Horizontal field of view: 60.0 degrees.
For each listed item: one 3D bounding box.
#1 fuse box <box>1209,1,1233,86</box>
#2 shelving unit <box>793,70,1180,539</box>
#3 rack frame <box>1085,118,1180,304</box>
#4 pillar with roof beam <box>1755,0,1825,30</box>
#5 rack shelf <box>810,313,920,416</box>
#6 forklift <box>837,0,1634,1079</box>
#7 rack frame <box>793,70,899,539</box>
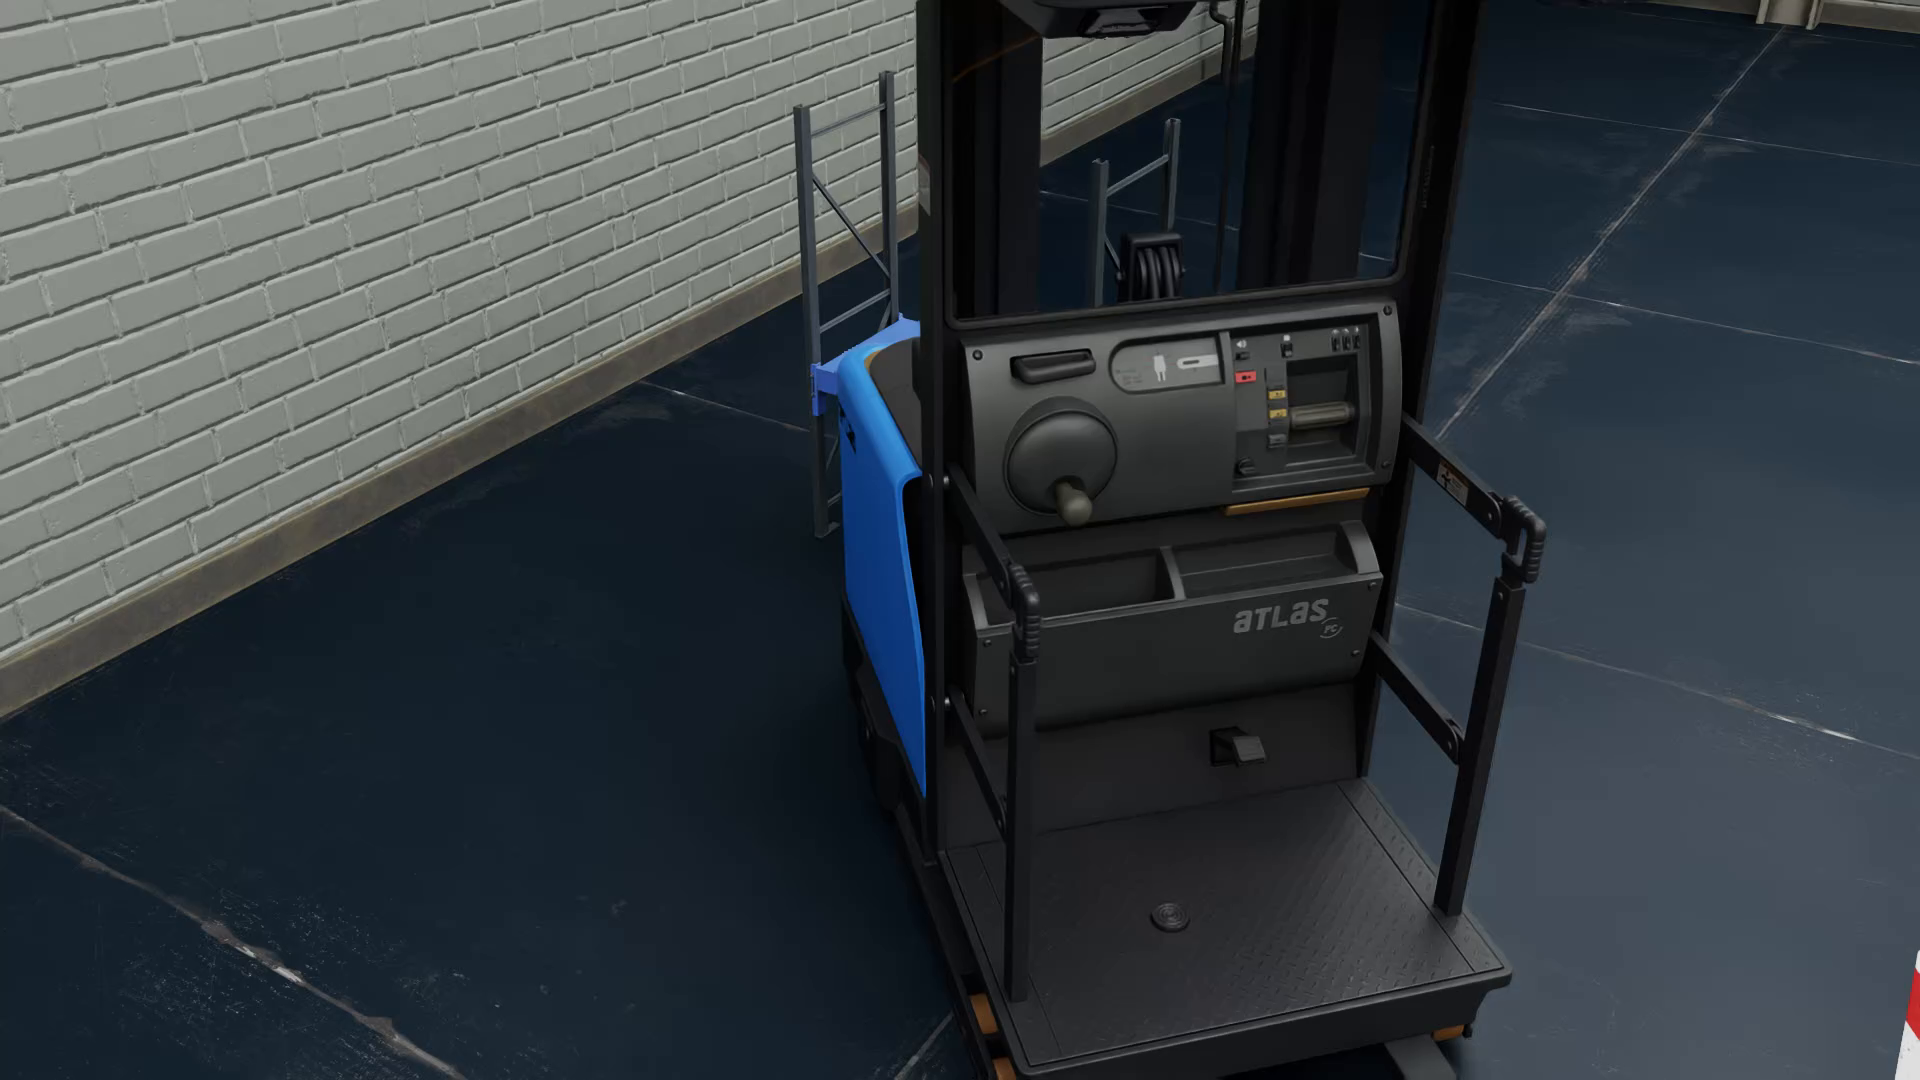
[{"bbox_3d":[1.757,-3.710,10.412,0.414,1.711,0.539,18,35,27],"label":"fuse box"},{"bbox_3d":[0.072,-0.625,5.333,1.048,1.500,0.538,18,35,27],"label":"shelving unit"},{"bbox_3d":[0.503,-0.489,5.099,0.032,1.500,0.500,18,35,27],"label":"rack frame"},{"bbox_3d":[3.847,-5.889,6.914,0.400,9.000,9.100,18,35,27],"label":"pillar with roof beam"},{"bbox_3d":[0.072,-0.470,5.424,1.000,0.185,0.538,18,35,27],"label":"rack shelf"},{"bbox_3d":[0.523,-0.212,3.205,1.130,2.935,3.031,-8,31,-13],"label":"forklift"},{"bbox_3d":[-0.358,-0.761,5.566,0.032,1.500,0.500,18,35,27],"label":"rack frame"}]
